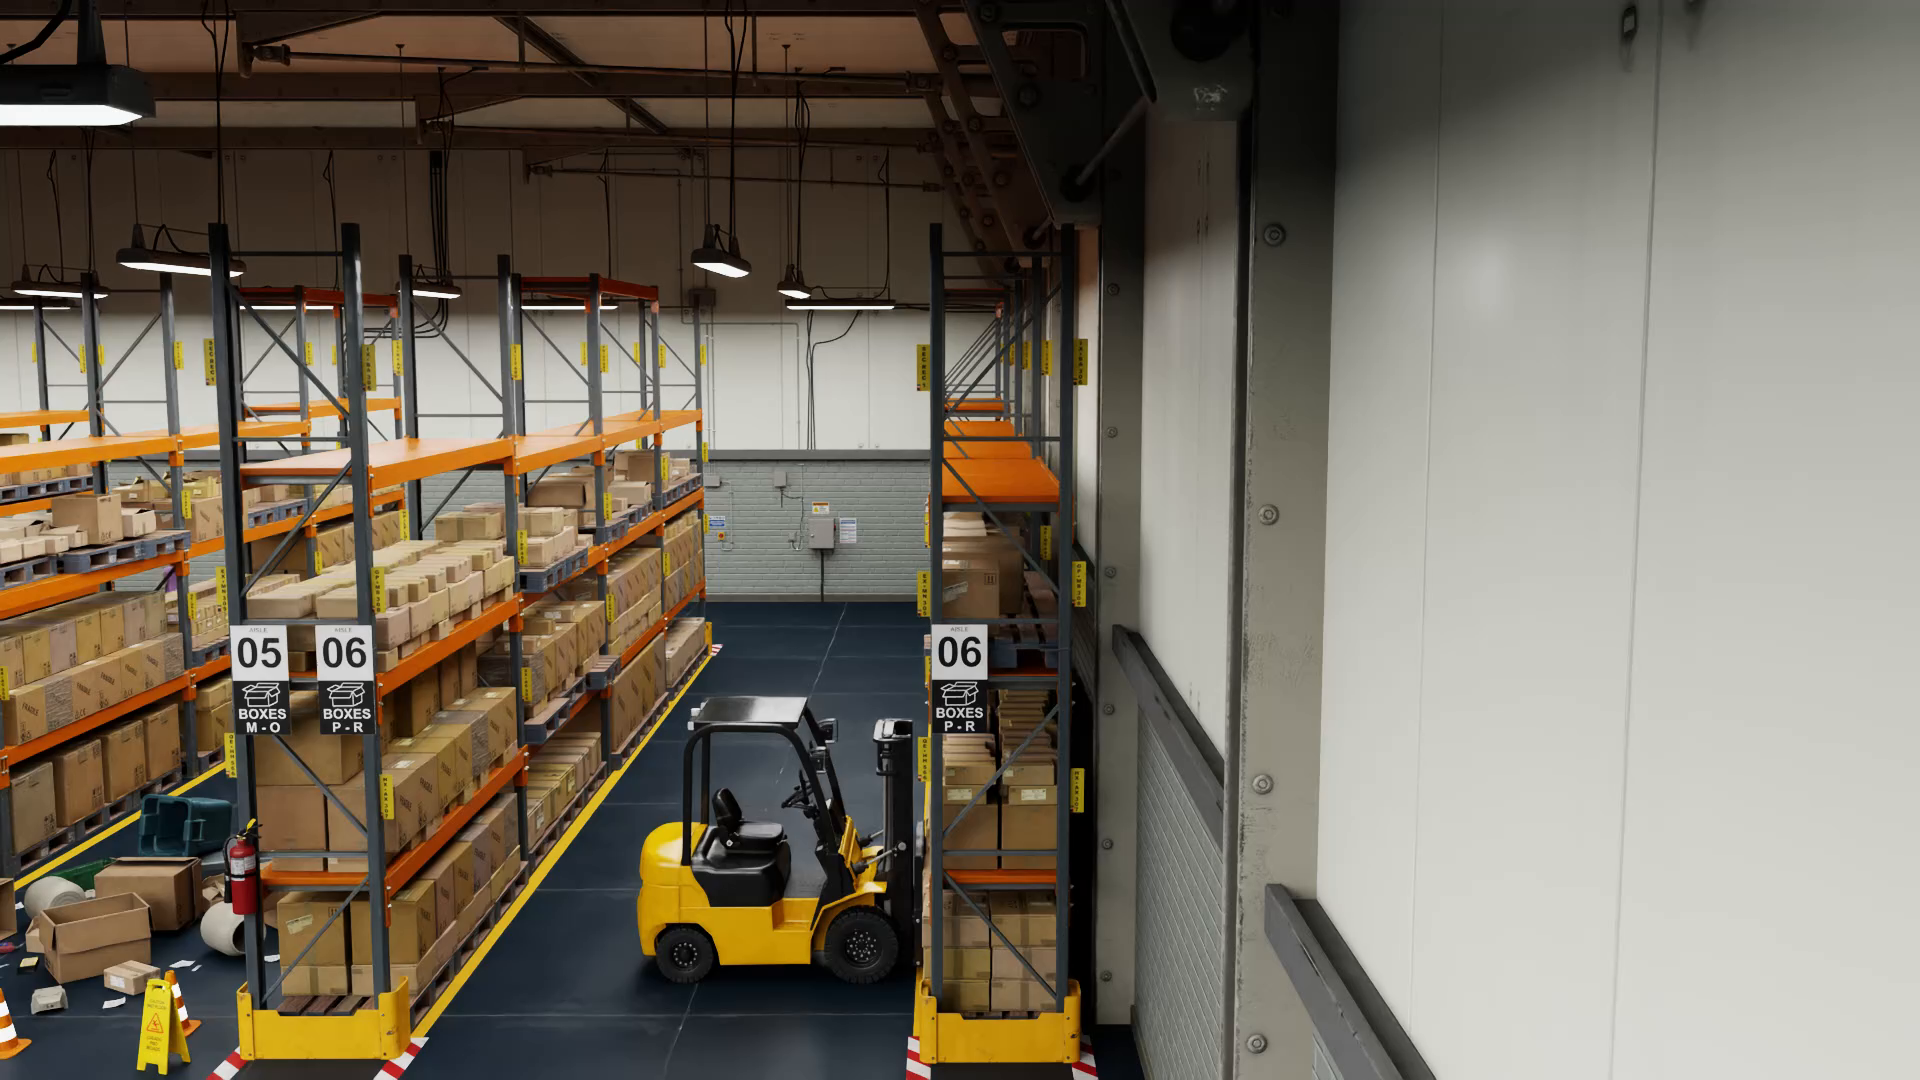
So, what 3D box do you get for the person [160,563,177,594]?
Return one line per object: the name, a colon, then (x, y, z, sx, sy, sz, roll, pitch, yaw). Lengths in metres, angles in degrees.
person: (-13.651, 1.020, 28.852, 0.525, 1.599, 0.696, -3, 7, -21)
